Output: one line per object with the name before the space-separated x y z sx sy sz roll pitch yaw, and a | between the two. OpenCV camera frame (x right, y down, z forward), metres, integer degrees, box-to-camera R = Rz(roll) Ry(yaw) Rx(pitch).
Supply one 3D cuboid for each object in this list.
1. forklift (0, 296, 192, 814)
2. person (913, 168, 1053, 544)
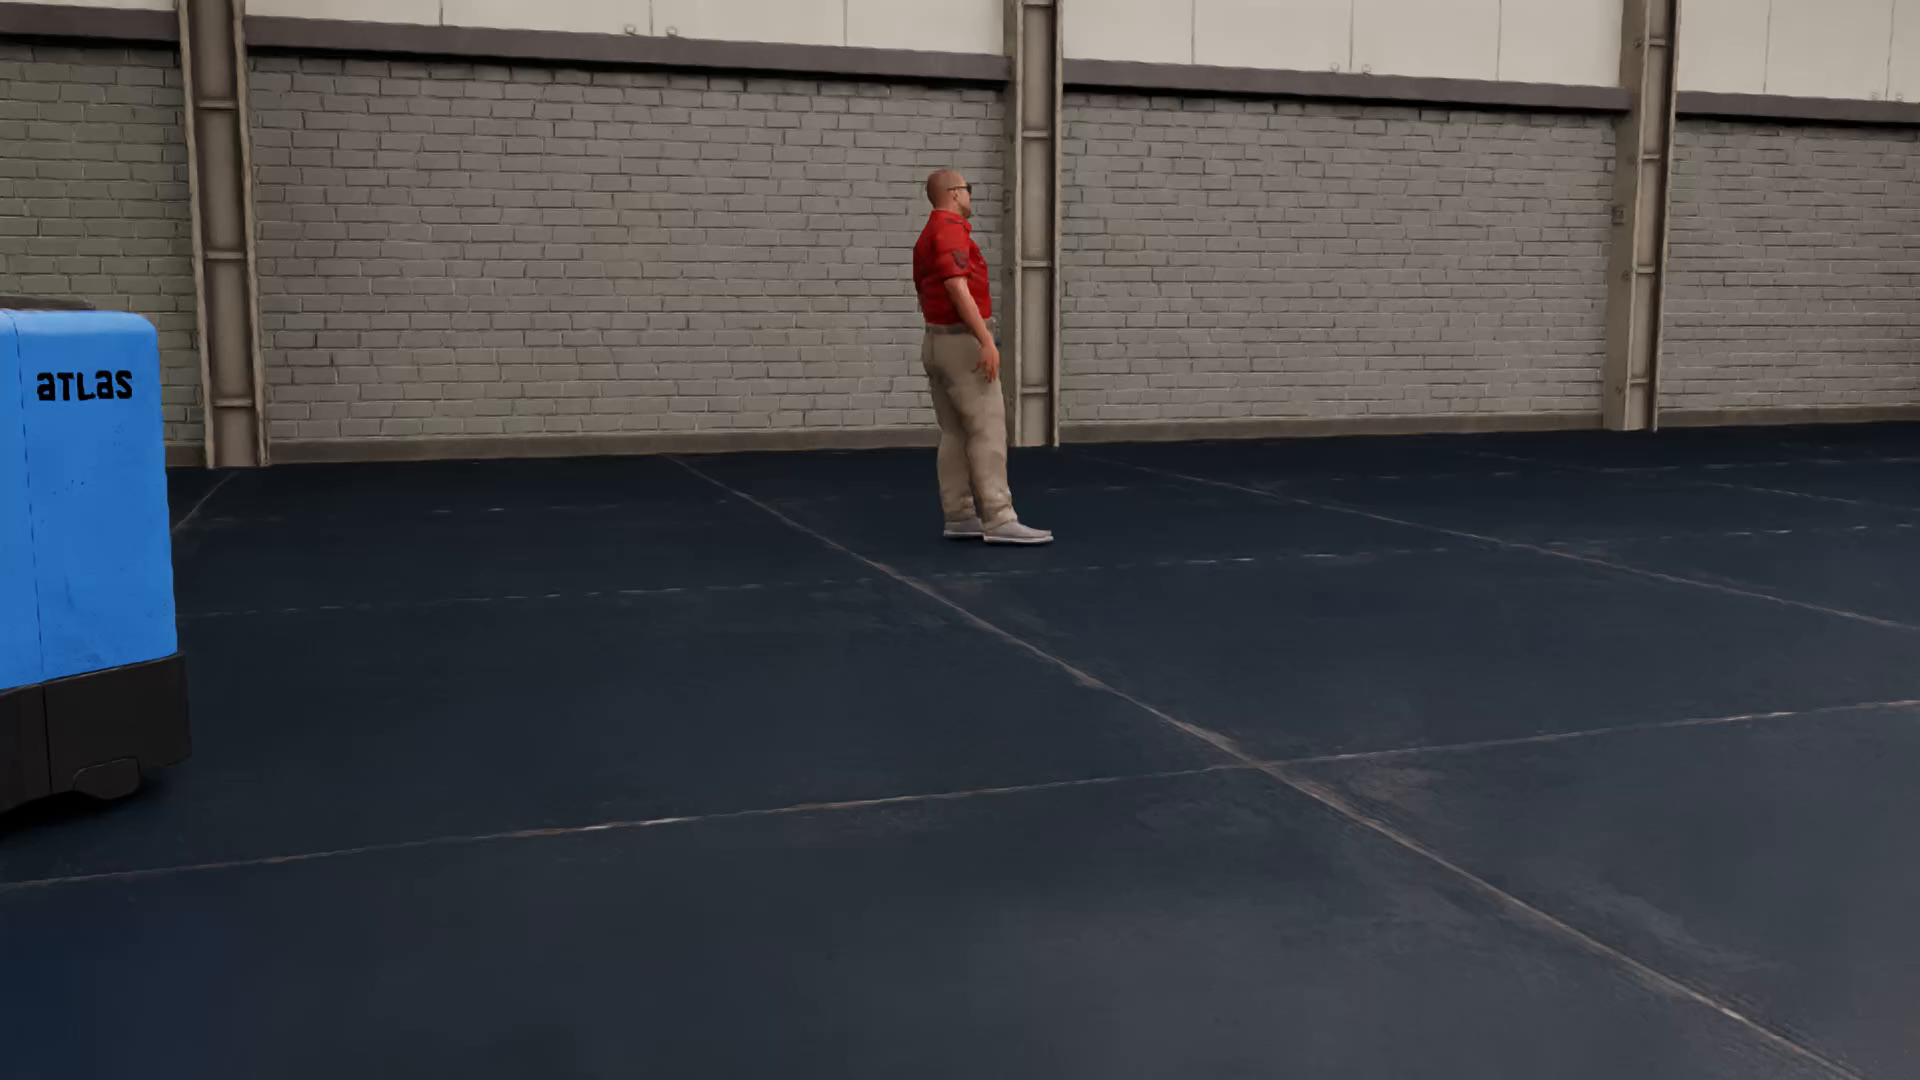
forklift | -2.913 -0.750 2.559 1.130 2.935 3.031 4 9 29
person | 0.089 -0.866 7.824 0.550 1.726 0.640 -3 8 -18
